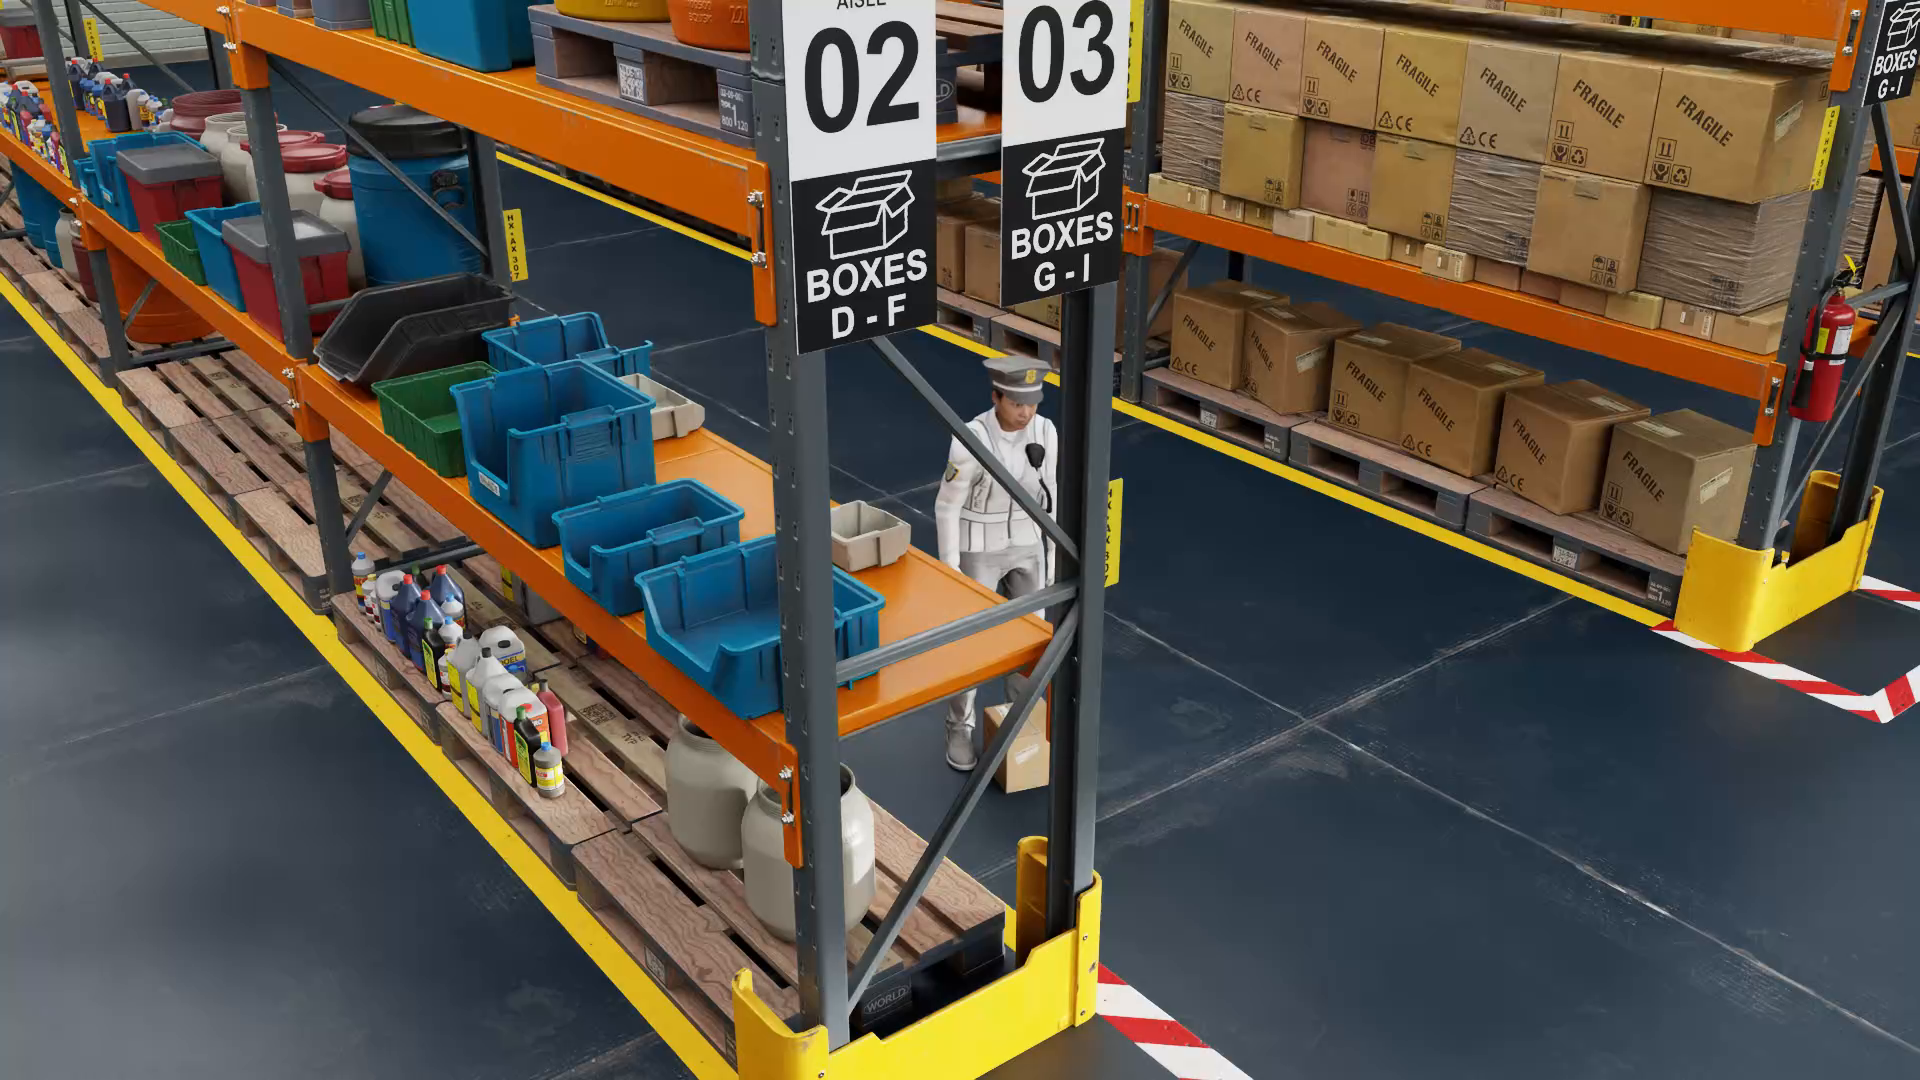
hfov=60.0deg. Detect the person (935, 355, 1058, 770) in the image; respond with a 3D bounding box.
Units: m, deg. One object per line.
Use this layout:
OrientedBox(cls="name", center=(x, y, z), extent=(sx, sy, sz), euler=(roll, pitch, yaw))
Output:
OrientedBox(cls="person", center=(0.173, 0.078, 6.436), extent=(0.529, 1.662, 0.414), euler=(-10, 27, -20))
